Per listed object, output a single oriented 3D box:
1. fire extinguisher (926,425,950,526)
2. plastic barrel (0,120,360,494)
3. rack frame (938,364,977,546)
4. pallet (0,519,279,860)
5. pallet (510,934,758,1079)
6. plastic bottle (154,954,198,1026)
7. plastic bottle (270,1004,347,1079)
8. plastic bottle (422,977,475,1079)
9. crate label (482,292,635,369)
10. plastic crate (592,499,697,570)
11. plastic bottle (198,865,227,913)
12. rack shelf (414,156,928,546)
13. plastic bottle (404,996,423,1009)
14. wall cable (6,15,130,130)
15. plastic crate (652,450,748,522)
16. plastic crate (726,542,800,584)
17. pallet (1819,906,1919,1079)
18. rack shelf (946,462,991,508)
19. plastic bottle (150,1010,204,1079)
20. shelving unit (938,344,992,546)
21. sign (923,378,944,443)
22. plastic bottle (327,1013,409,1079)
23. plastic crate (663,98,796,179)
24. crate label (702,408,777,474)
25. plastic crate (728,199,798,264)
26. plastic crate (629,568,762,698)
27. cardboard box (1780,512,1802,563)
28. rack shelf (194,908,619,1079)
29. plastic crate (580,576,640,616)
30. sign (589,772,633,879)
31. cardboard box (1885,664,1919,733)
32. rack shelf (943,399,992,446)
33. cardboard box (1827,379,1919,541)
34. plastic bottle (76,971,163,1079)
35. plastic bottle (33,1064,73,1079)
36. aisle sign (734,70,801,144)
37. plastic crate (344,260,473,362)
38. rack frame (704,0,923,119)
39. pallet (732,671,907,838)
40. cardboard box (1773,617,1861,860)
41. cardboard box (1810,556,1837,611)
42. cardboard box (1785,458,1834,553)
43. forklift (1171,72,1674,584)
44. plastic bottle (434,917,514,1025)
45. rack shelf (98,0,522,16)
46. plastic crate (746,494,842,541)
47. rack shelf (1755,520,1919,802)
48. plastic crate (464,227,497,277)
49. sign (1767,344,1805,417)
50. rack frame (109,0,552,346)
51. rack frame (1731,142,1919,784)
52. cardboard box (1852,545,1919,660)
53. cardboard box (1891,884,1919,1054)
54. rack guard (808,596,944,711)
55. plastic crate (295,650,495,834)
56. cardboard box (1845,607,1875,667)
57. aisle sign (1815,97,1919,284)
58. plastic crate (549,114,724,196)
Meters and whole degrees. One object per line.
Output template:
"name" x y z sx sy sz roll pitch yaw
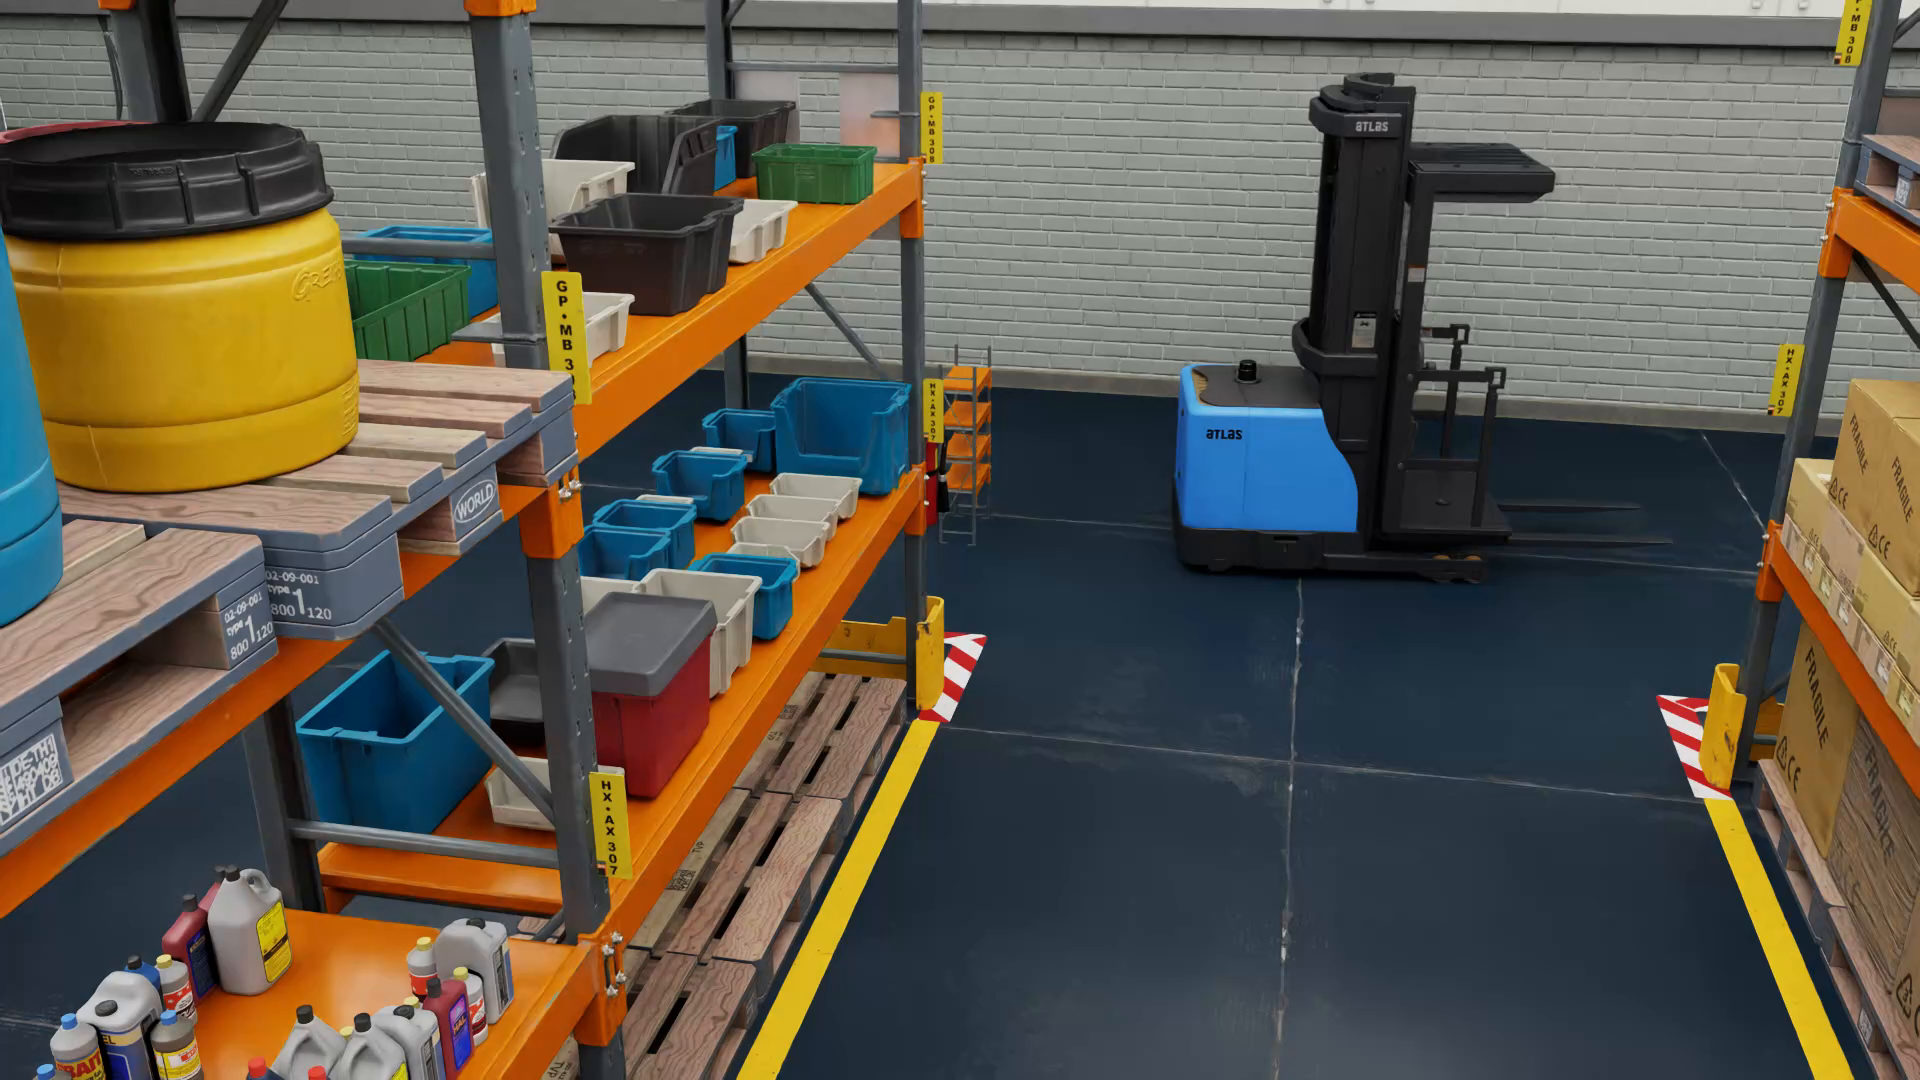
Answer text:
"fire extinguisher" -0.197 -0.409 8.456 0.296 0.674 0.183 4 22 11
"plastic barrel" -1.477 -0.458 3.147 0.600 0.588 0.600 0 22 0
"rack frame" -0.016 -0.528 10.558 0.240 1.200 0.015 4 22 11
"pallet" -1.782 0.271 2.403 1.003 0.211 1.213 4 22 11
"pallet" -1.377 1.887 5.885 1.003 0.211 1.213 4 22 11
"plastic bottle" -2.014 1.152 4.244 0.097 0.201 0.097 0 22 0
"plastic bottle" -1.497 1.239 3.828 0.144 0.351 0.185 4 22 11
"plastic bottle" -1.256 1.177 4.073 0.061 0.283 0.133 4 22 11
"crate label" -1.106 -0.560 4.567 0.293 0.136 0.466 4 22 11
"plastic crate" -1.314 -0.001 6.983 0.416 0.233 0.300 4 22 11
"plastic bottle" -1.982 1.022 4.458 0.061 0.283 0.133 4 22 11
"rack shelf" -1.081 -0.923 6.079 1.077 0.370 4.000 4 22 11
"plastic bottle" -1.337 1.215 4.087 0.097 0.201 0.097 0 22 0
"wall cable" -8.868 -4.736 14.724 3.097 2.526 0.112 4 22 11
"plastic crate" -1.180 -0.241 7.581 0.416 0.233 0.300 4 22 11
"plastic crate" -0.810 0.128 6.794 0.298 0.136 0.250 4 22 11
"pallet" 3.838 1.817 6.059 1.003 0.211 1.213 4 22 11
"rack shelf" 0.034 -0.371 10.879 0.258 0.148 0.480 4 22 11
"plastic bottle" -1.905 1.235 4.039 0.097 0.201 0.097 0 22 0
"shelving unit" 0.034 -0.617 10.780 0.258 1.200 0.503 4 22 11
"sign" -0.131 -0.637 8.201 0.100 0.325 0.005 4 22 11
"plastic bottle" -1.356 1.250 3.801 0.144 0.351 0.185 4 22 11
"plastic crate" -1.024 -1.808 7.488 0.497 0.269 0.590 4 22 11
"crate label" -1.046 -0.482 8.179 0.416 0.233 0.303 4 22 11
"plastic crate" -0.852 -1.092 5.886 0.437 0.136 0.530 4 22 11
"plastic crate" -0.997 0.349 6.051 0.437 0.282 0.530 4 22 11
"cardboard box" 3.780 0.002 7.170 0.380 0.149 0.250 5 22 12
"rack shelf" -1.897 1.931 3.007 1.077 0.370 4.000 4 22 11
"plastic crate" -1.428 0.301 6.365 0.293 0.136 0.466 4 22 11
"sign" -0.951 0.780 4.531 0.100 0.325 0.005 4 22 11
"cardboard box" 3.468 0.564 5.773 0.380 0.149 0.250 4 22 10
"rack shelf" 0.034 -0.762 10.721 0.258 0.148 0.480 4 22 11
"cardboard box" 3.712 -0.298 6.377 0.500 0.500 0.500 4 22 10
"plastic bottle" -2.031 1.197 4.031 0.152 0.276 0.135 4 22 11
"plastic bottle" -2.102 1.308 3.857 0.097 0.201 0.097 0 22 0
"aisle sign" -0.949 -1.852 7.957 0.394 0.787 0.004 4 22 11
"plastic crate" -1.699 -0.605 4.610 0.450 0.188 0.662 4 22 11
"rack frame" -0.673 -3.380 7.200 1.000 3.000 0.127 4 22 11
"pallet" -0.879 0.995 8.100 1.003 0.211 1.213 4 22 11
"cardboard box" 4.124 0.811 7.106 0.875 0.875 0.875 4 22 11
"cardboard box" 3.678 0.189 6.705 0.380 0.149 0.250 4 22 10
"cardboard box" 3.814 -0.133 6.971 0.500 0.250 0.500 4 22 9
"forklift" 2.901 -1.299 10.156 3.031 2.935 1.130 1 22 4
"plastic bottle" -1.253 1.092 4.293 0.152 0.276 0.135 4 22 11
"rack shelf" -1.897 -0.666 1.961 1.077 0.370 4.000 4 22 11
"plastic crate" -0.735 -0.086 7.324 0.396 0.136 0.243 4 22 11
"rack shelf" 3.768 0.846 5.702 1.077 0.370 4.000 4 22 11
"plastic crate" -1.602 -0.897 5.404 0.293 0.136 0.466 4 22 11
"sign" 3.634 -0.702 7.317 0.100 0.325 0.005 4 22 11
"rack frame" -1.489 -1.917 3.568 1.000 3.000 0.127 4 22 11
"rack frame" 4.176 -0.220 7.383 1.000 3.000 0.127 4 22 11
"cardboard box" 3.608 0.241 6.042 0.500 0.250 0.500 4 22 9
"cardboard box" 3.756 1.470 5.471 0.875 0.875 0.875 4 22 11
"rack guard" -0.681 0.553 8.812 1.175 0.500 0.348 4 22 11
"plastic crate" -1.728 0.649 5.169 0.392 0.384 0.575 4 22 11
"cardboard box" 3.573 0.378 6.237 0.380 0.149 0.250 4 22 10
"aisle sign" 3.897 -1.475 7.020 0.394 0.787 0.004 4 22 11
"plastic crate" -1.254 -1.422 6.437 0.504 0.338 0.767 4 22 11
